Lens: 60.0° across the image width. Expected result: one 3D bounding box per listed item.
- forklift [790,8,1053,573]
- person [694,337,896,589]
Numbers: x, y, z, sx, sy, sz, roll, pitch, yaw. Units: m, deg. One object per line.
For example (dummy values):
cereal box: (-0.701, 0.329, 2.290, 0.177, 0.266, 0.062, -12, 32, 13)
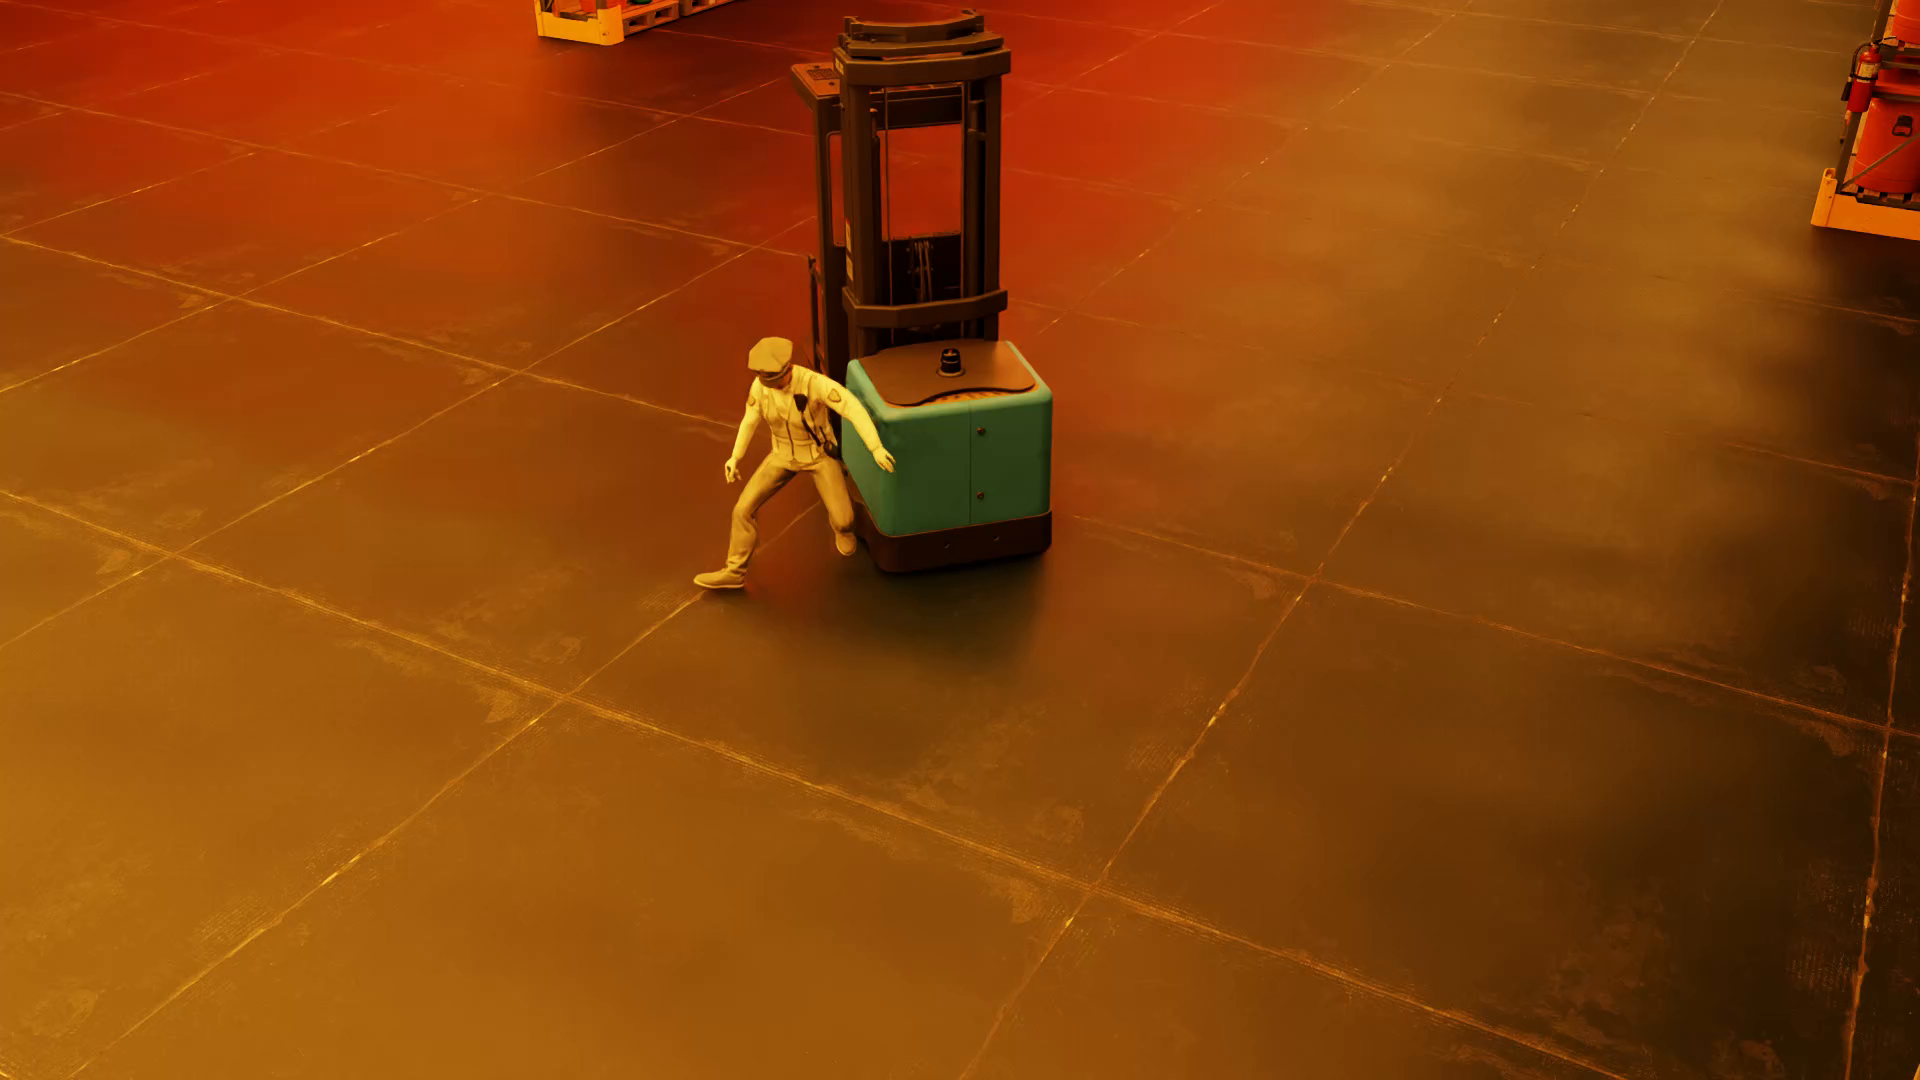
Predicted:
forklift: (-0.371, -1.804, 10.197, 1.130, 2.935, 3.031, -9, 31, -14)
person: (-0.861, -0.412, 9.190, 1.109, 1.485, 0.775, 12, 32, 20)
